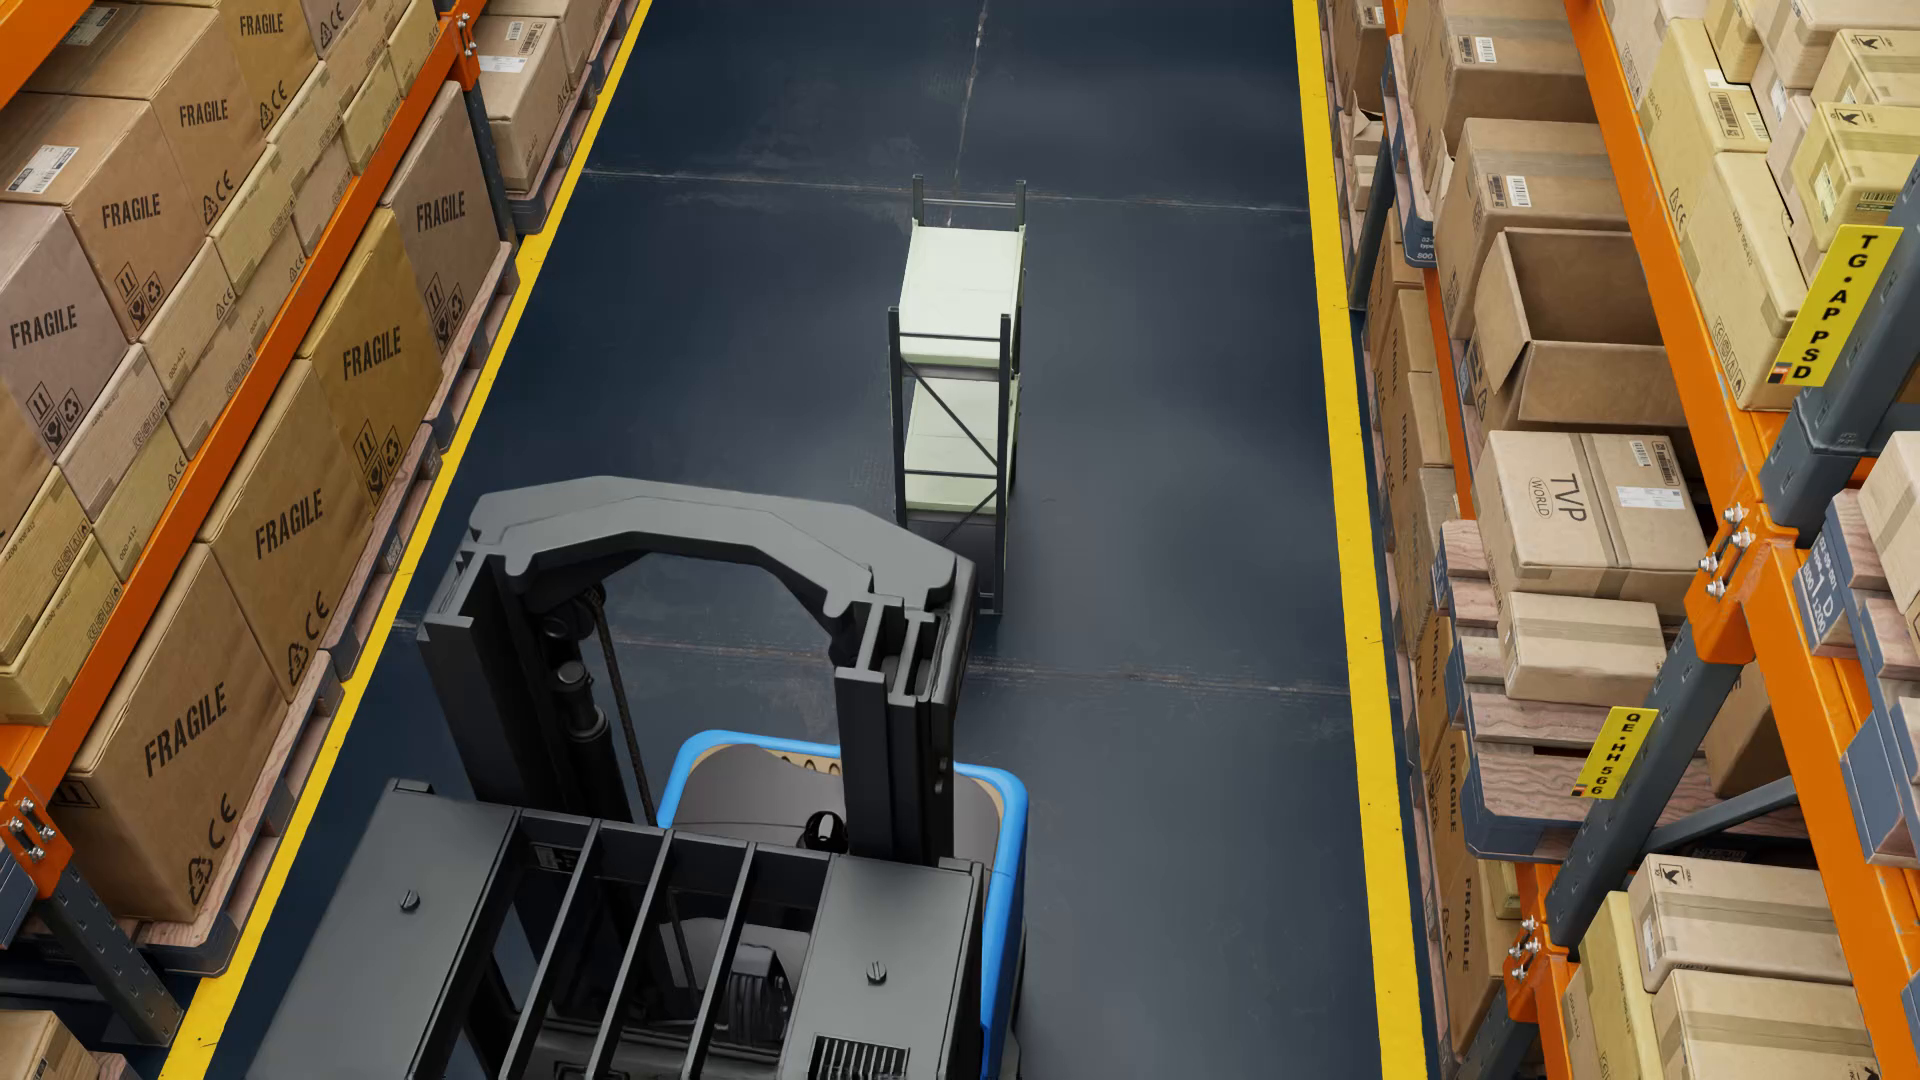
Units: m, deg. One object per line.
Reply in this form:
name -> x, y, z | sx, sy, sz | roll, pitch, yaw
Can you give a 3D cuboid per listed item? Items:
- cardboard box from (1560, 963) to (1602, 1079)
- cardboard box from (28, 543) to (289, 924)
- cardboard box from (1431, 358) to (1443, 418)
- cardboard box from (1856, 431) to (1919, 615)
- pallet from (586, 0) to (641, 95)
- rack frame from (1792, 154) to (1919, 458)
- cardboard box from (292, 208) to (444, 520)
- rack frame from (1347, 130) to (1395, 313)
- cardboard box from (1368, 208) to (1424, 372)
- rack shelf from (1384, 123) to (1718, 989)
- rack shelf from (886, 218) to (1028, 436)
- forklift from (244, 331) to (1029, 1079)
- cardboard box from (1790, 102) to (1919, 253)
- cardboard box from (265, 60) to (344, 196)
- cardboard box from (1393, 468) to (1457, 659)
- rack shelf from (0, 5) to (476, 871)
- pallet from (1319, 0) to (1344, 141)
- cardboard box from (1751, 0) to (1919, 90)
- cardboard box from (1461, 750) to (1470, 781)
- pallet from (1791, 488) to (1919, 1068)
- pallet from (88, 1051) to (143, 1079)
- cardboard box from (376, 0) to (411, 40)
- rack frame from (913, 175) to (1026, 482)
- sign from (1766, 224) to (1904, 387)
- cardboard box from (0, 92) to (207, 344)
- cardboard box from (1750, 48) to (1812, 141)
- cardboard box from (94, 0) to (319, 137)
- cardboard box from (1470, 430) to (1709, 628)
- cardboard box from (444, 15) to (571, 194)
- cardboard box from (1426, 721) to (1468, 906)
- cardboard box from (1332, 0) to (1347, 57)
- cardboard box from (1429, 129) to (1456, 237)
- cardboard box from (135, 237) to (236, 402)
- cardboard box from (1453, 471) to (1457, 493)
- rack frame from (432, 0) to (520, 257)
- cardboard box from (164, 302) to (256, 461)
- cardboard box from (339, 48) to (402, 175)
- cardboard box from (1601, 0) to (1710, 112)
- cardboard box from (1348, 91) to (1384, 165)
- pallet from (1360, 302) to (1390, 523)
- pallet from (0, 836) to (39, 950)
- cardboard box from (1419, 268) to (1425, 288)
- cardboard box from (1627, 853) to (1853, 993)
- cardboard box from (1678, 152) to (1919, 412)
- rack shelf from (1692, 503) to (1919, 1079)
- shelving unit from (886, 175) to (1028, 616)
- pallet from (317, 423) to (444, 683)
cardboard box -> 1.661, 1.214, 3.709 | 0.500, 0.250, 0.500 | 4, 48, 4
cardboard box -> -2.853, 0.596, 5.328 | 0.875, 0.875, 0.875 | 3, 48, 3
cardboard box -> 1.980, -0.576, 6.214 | 0.380, 0.149, 0.250 | 4, 48, 3
cardboard box -> 1.611, -0.020, 2.508 | 0.380, 0.166, 0.250 | 4, 48, 3
pallet -> -2.378, -2.928, 9.285 | 1.003, 0.211, 1.213 | 4, 48, 4
rack frame -> 1.945, -1.171, 1.723 | 1.000, 3.000, 0.127 | 4, 48, 4
cardboard box -> -2.685, -0.716, 6.528 | 0.875, 0.875, 0.875 | 5, 48, 5
rack frame -> 2.310, -2.086, 6.625 | 1.000, 3.000, 0.127 | 4, 48, 4
cardboard box -> 2.041, -1.044, 7.081 | 0.500, 0.500, 0.500 | 6, 48, 5
rack shelf -> 2.127, -0.373, 5.546 | 1.077, 0.370, 4.000 | 4, 48, 4
rack shelf -> -0.001, -0.765, 5.904 | 0.431, 0.370, 0.720 | 4, 48, 4
forklift -> -8.964, -1.557, 6.049 | 19.036, 3.140, 7.993 | 7, 48, 6
cardboard box -> 1.682, -0.616, 2.878 | 0.380, 0.149, 0.250 | 5, 48, 5
cardboard box -> -2.511, -1.446, 5.803 | 0.500, 0.250, 0.500 | 5, 48, 4
cardboard box -> 1.899, 0.095, 6.039 | 0.500, 0.500, 0.500 | 2, 48, 2
rack shelf -> -2.816, -0.705, 5.849 | 1.077, 0.370, 4.000 | 4, 48, 4
pallet -> 2.482, -2.548, 8.938 | 1.003, 0.211, 1.213 | 4, 48, 4
cardboard box -> 1.785, -1.001, 3.230 | 0.380, 0.149, 0.250 | 2, 48, 2
cardboard box -> 1.732, 0.754, 4.998 | 0.380, 0.149, 0.250 | 2, 48, 2
pallet -> 1.972, 0.410, 2.438 | 1.213, 0.211, 1.003 | 6, 48, 5
pallet -> -3.071, 2.038, 4.743 | 1.003, 0.211, 1.213 | 4, 48, 4
cardboard box -> -2.432, -2.195, 6.487 | 0.500, 0.250, 0.500 | 4, 48, 3
rack frame -> 0.033, -0.770, 6.438 | 0.400, 1.500, 0.023 | 4, 48, 4
sign -> 1.405, -0.371, 2.674 | 0.100, 0.325, 0.005 | 4, 48, 4
cardboard box -> -2.612, -0.939, 4.831 | 0.500, 0.500, 0.500 | 5, 48, 5
cardboard box -> 1.830, -0.900, 3.339 | 0.380, 0.149, 0.250 | 5, 48, 4
cardboard box -> -2.530, -1.691, 5.519 | 0.500, 0.500, 0.500 | 5, 48, 5
cardboard box -> 1.719, -0.035, 4.566 | 0.500, 0.250, 0.500 | 2, 48, 2
cardboard box -> -2.470, -2.148, 8.134 | 0.875, 0.438, 0.875 | 3, 48, 3
cardboard box -> 1.825, 0.863, 5.337 | 0.500, 0.500, 0.500 | 3, 48, 3
cardboard box -> 2.260, -2.873, 8.754 | 0.500, 0.500, 0.500 | 5, 48, 4
cardboard box -> 1.801, -1.187, 5.610 | 0.396, 0.266, 0.258 | 6, 48, 5
cardboard box -> -2.600, -0.697, 5.117 | 0.500, 0.250, 0.500 | 4, 48, 3
cardboard box -> 1.960, -0.193, 5.864 | 0.380, 0.149, 0.250 | 4, 48, 4
rack frame -> -2.634, -2.417, 6.928 | 1.000, 3.000, 0.127 | 4, 48, 4
cardboard box -> -2.620, -0.533, 5.307 | 0.500, 0.250, 0.500 | 5, 48, 5
cardboard box -> -2.471, -1.646, 6.324 | 0.500, 0.250, 0.500 | 3, 48, 3
cardboard box -> 1.840, -1.239, 3.919 | 0.500, 0.250, 0.500 | 4, 48, 4
cardboard box -> 2.100, -1.996, 8.111 | 0.396, 0.266, 0.258 | 5, 48, 5
pallet -> 2.273, -0.544, 7.105 | 1.003, 0.211, 1.213 | 4, 48, 4
pallet -> -2.957, 1.118, 3.825 | 1.213, 0.211, 1.003 | 4, 48, 4
cardboard box -> 2.064, -1.149, 6.737 | 0.380, 0.149, 0.250 | 3, 48, 2
cardboard box -> 1.623, 0.815, 3.464 | 0.380, 0.149, 0.250 | 5, 48, 5
cardboard box -> 1.750, -0.502, 3.245 | 0.500, 0.250, 0.500 | 2, 48, 2
rack shelf -> 1.763, 1.554, 1.751 | 1.077, 0.370, 4.000 | 4, 48, 4
shelving unit -> -0.001, -0.501, 6.192 | 0.431, 1.500, 0.755 | 4, 48, 4
pallet -> -2.738, -0.005, 6.611 | 1.003, 0.211, 1.213 | 4, 48, 4
